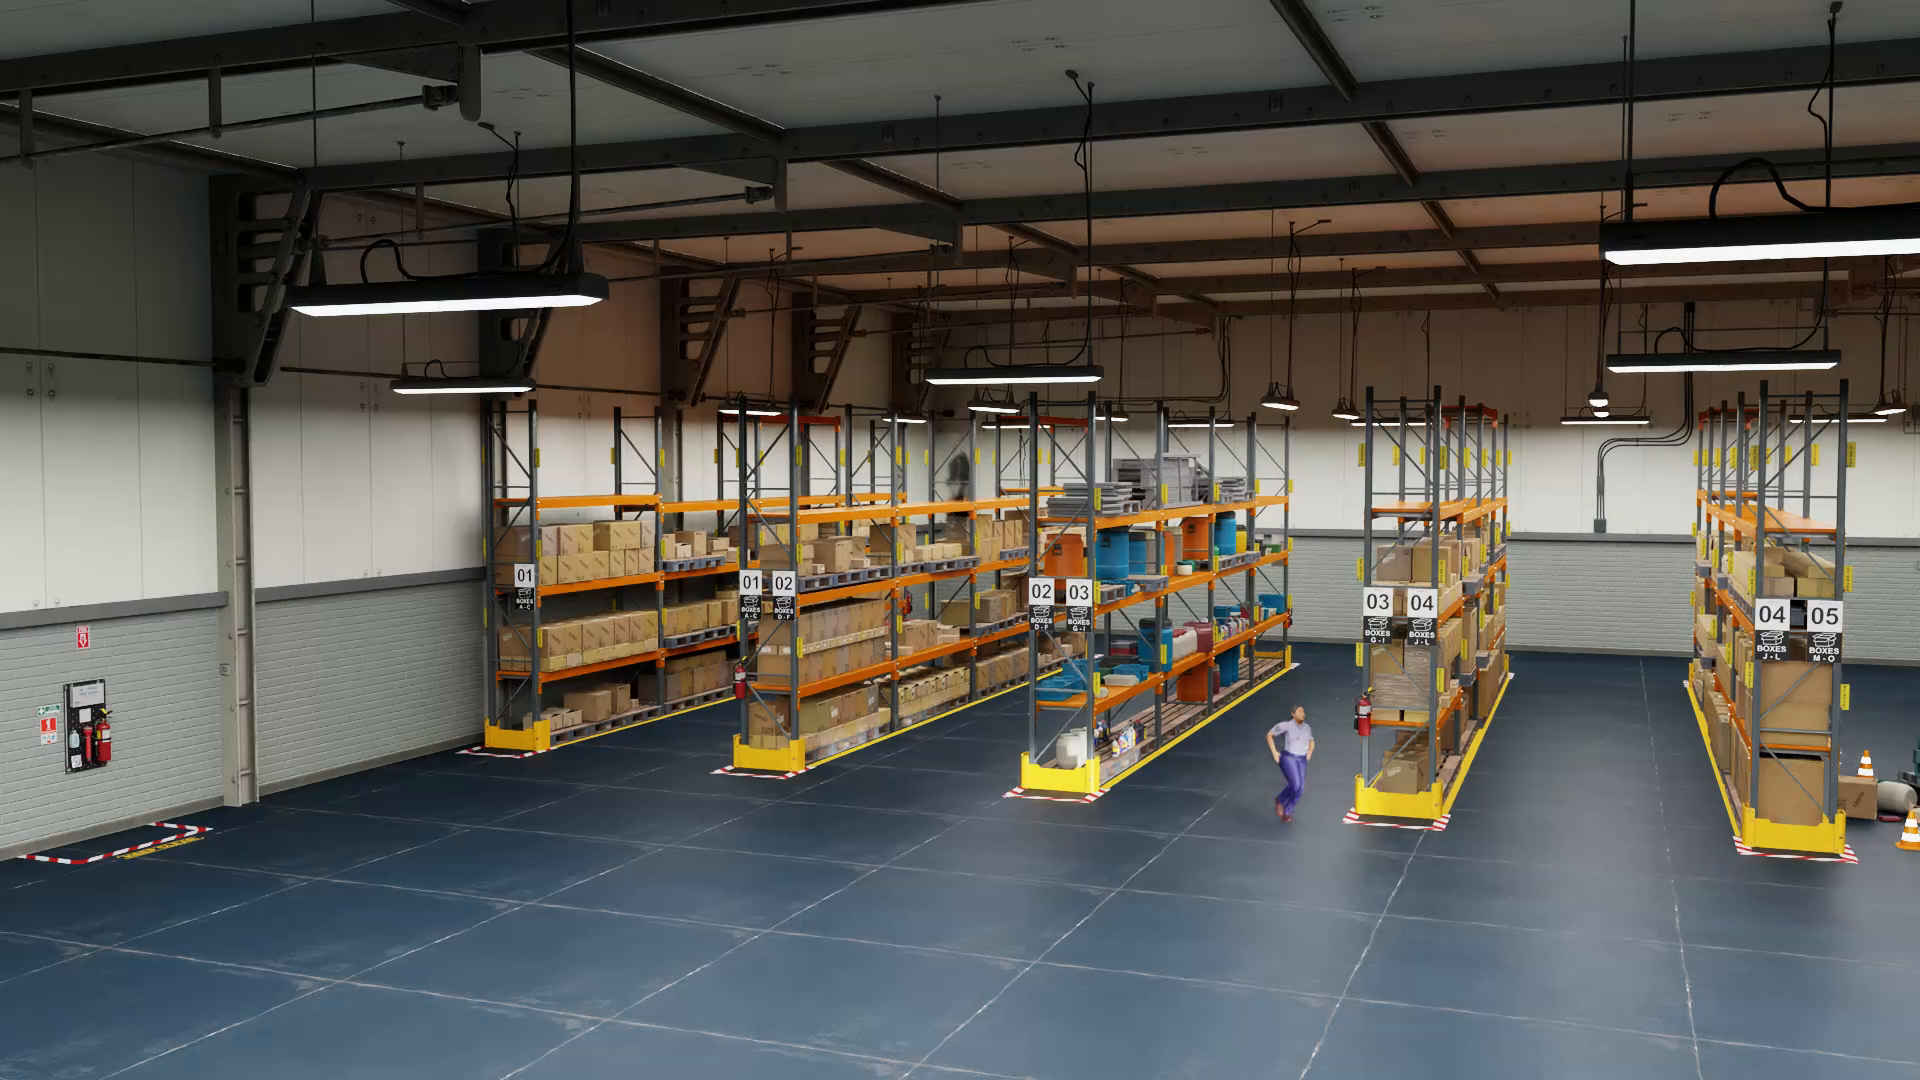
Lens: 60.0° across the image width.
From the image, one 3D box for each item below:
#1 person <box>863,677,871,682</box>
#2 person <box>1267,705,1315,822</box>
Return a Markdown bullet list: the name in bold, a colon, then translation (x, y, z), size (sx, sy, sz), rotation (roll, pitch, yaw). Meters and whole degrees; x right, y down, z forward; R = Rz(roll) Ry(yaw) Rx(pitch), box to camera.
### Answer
- **person**: translation (-1.955, 2.457, 34.747), size (0.653, 1.691, 0.623), rotation (1, 3, 22)
- **person**: translation (4.641, 3.083, 22.940), size (0.641, 1.599, 0.555), rotation (-1, 3, -27)
